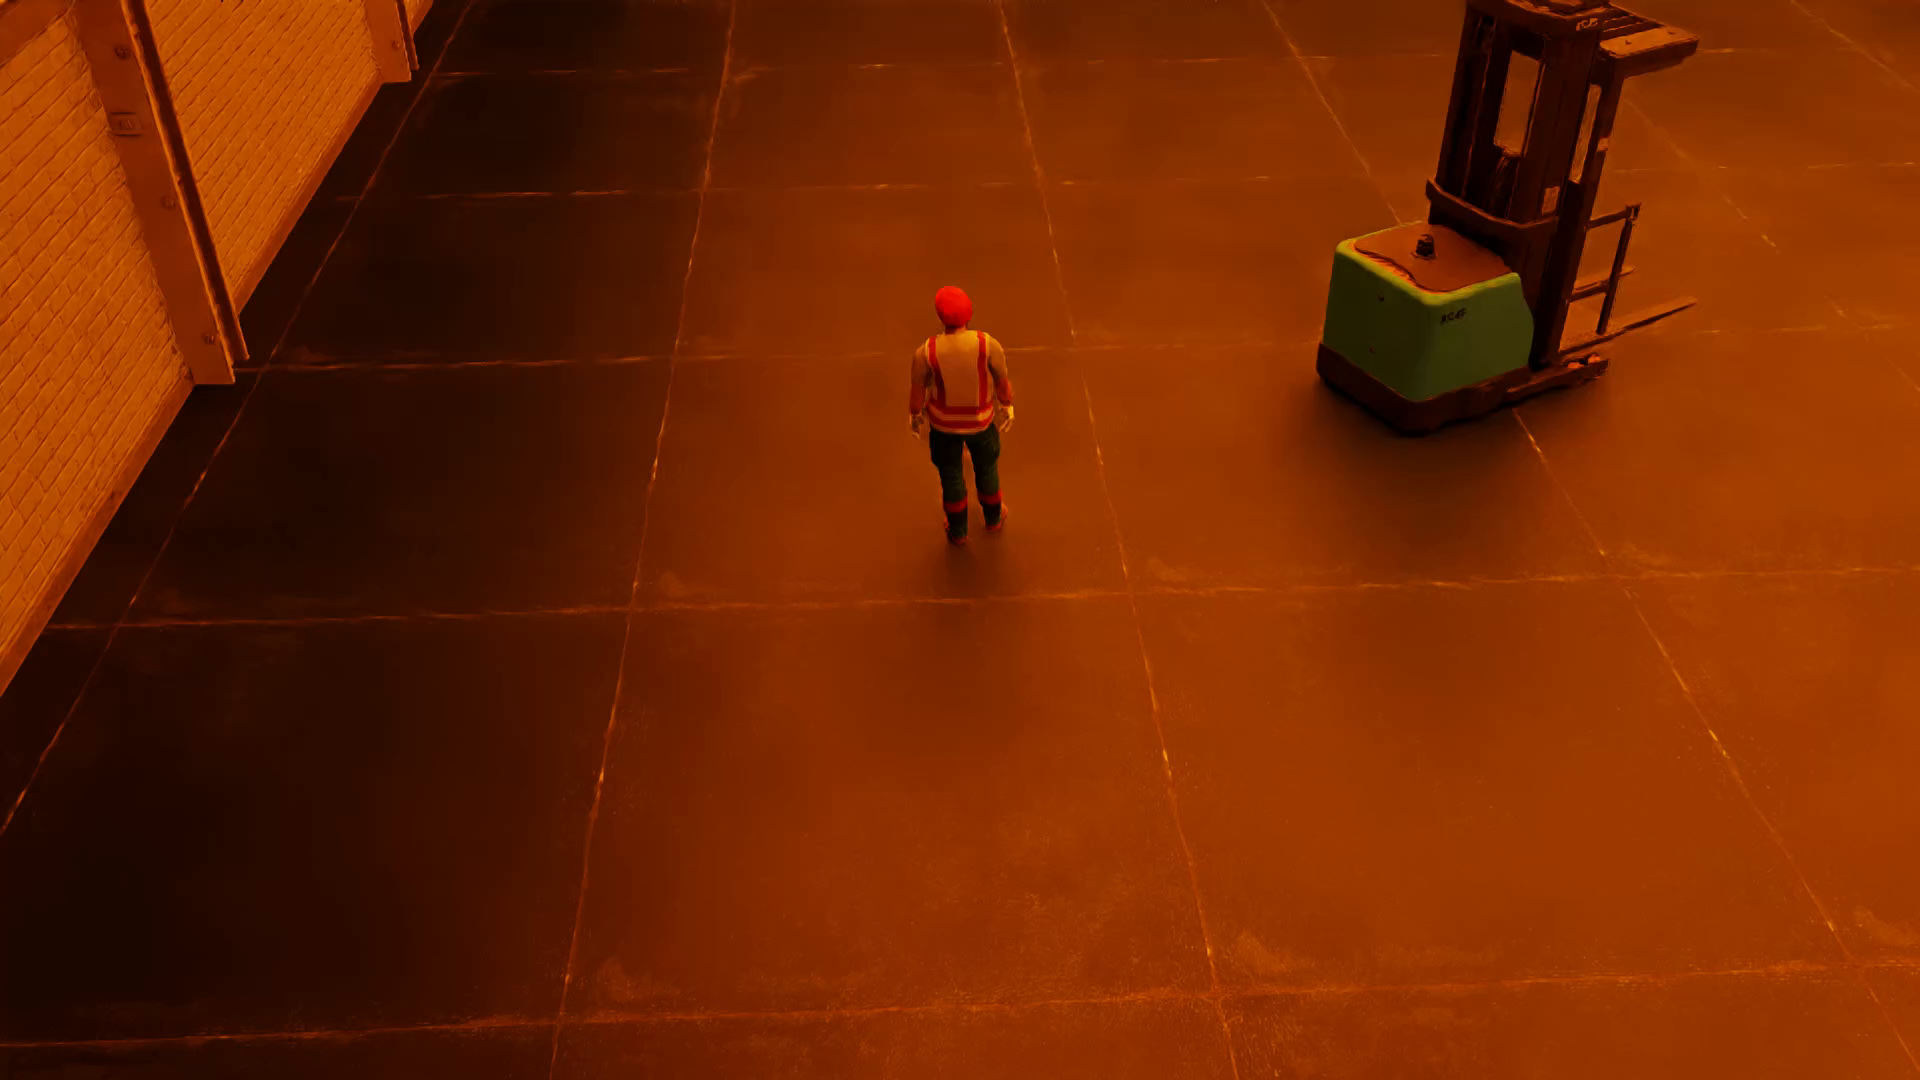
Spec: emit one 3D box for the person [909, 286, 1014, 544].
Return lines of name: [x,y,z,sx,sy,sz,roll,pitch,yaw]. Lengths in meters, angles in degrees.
person: [0.007,-0.776,10.035,0.637,1.787,0.563,-2,36,-2]

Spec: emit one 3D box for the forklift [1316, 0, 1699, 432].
forklift: [4.122,-2.557,11.521,3.031,2.935,1.130,-18,40,-23]
